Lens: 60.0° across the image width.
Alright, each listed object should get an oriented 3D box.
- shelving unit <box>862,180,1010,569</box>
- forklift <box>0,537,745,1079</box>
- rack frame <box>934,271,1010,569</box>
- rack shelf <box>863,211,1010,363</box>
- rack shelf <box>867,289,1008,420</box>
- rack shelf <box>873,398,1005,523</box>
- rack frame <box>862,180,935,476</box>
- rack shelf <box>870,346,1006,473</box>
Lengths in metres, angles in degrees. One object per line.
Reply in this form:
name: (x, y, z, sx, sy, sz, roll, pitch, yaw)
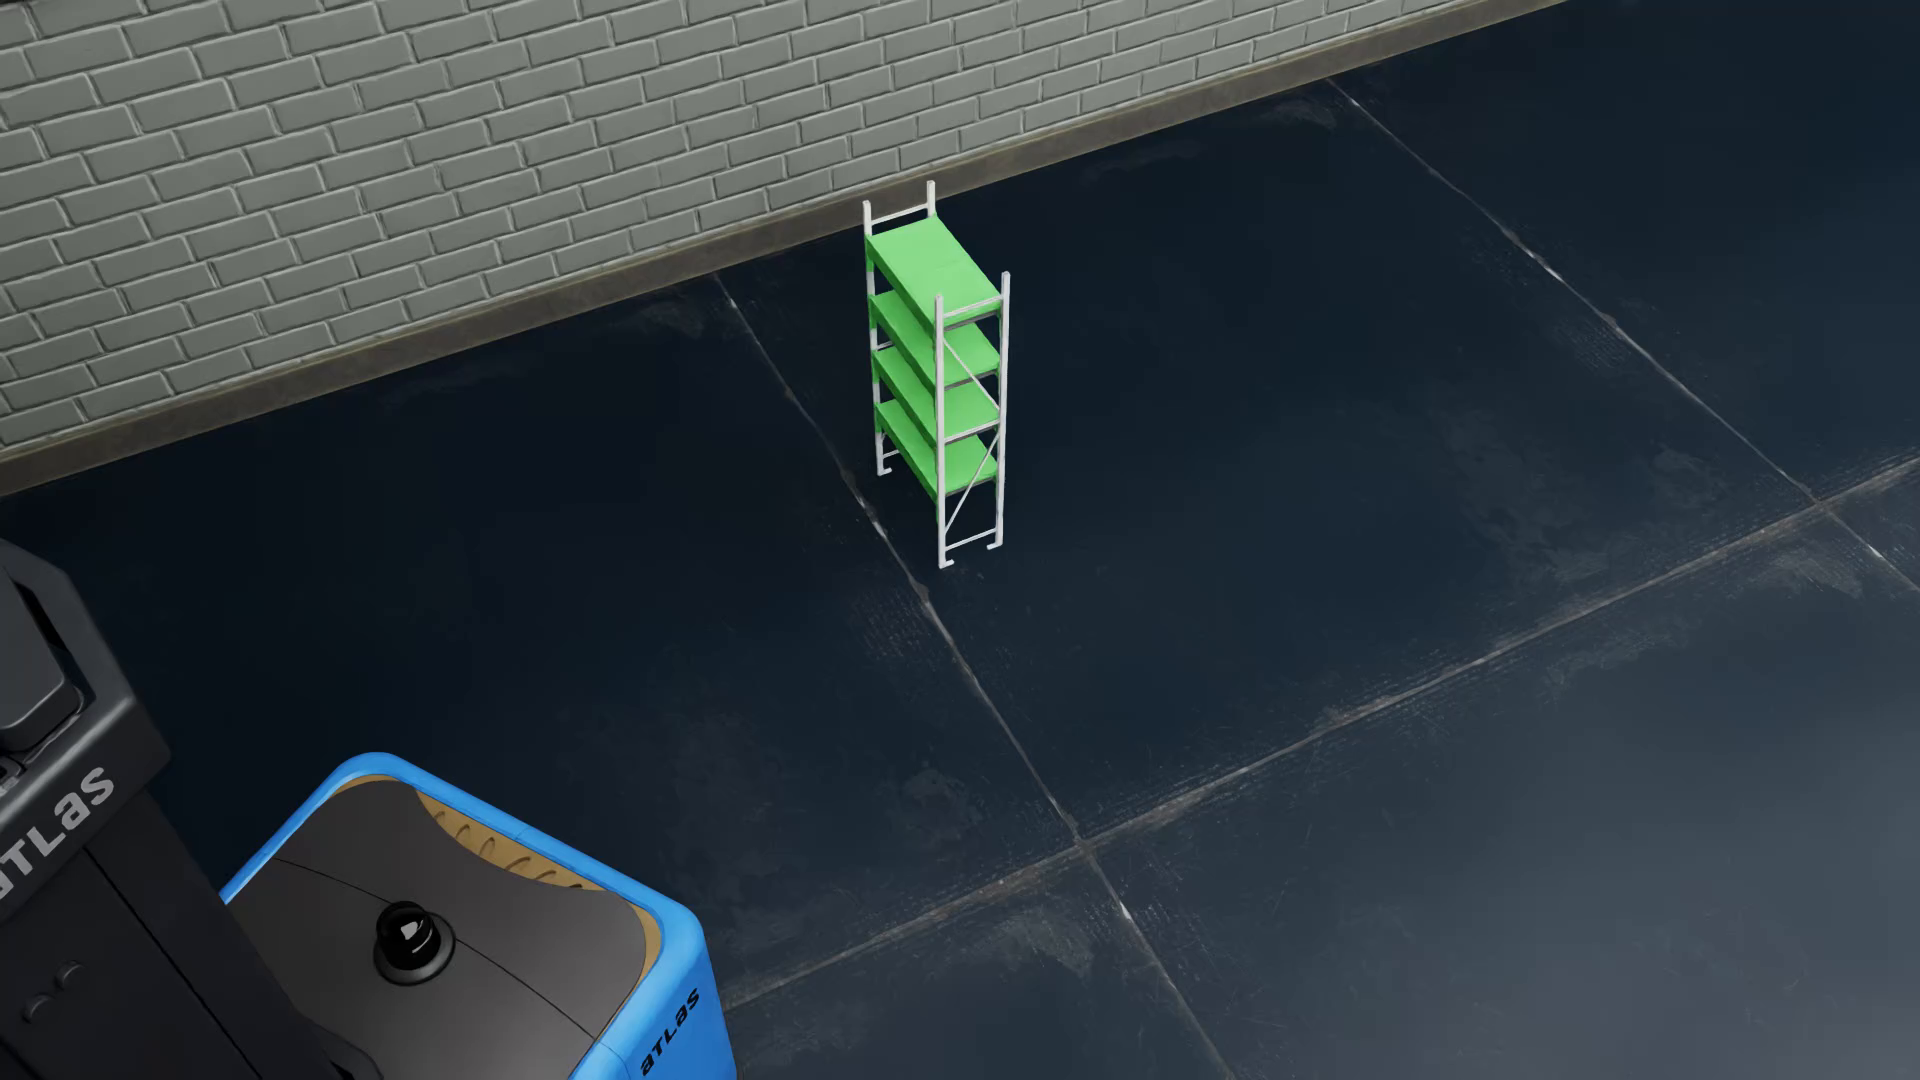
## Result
shelving unit: (-0.076, -0.506, 5.395, 0.258, 1.200, 0.503, -21, 52, -18)
forklift: (-1.690, 1.367, 2.608, 1.130, 2.935, 3.031, 22, 52, 18)
rack frame: (0.036, -0.342, 5.252, 0.240, 1.200, 0.015, -21, 52, -18)
rack shelf: (-0.076, -0.780, 5.082, 0.258, 0.148, 0.480, -21, 52, -18)
rack shelf: (-0.076, -0.622, 5.263, 0.258, 0.148, 0.480, -21, 52, -18)
rack shelf: (-0.076, -0.306, 5.624, 0.258, 0.148, 0.480, -21, 52, -18)
rack frame: (-0.187, -0.669, 5.538, 0.240, 1.200, 0.015, -21, 52, -18)
rack shelf: (-0.076, -0.464, 5.443, 0.258, 0.148, 0.480, -21, 52, -18)
